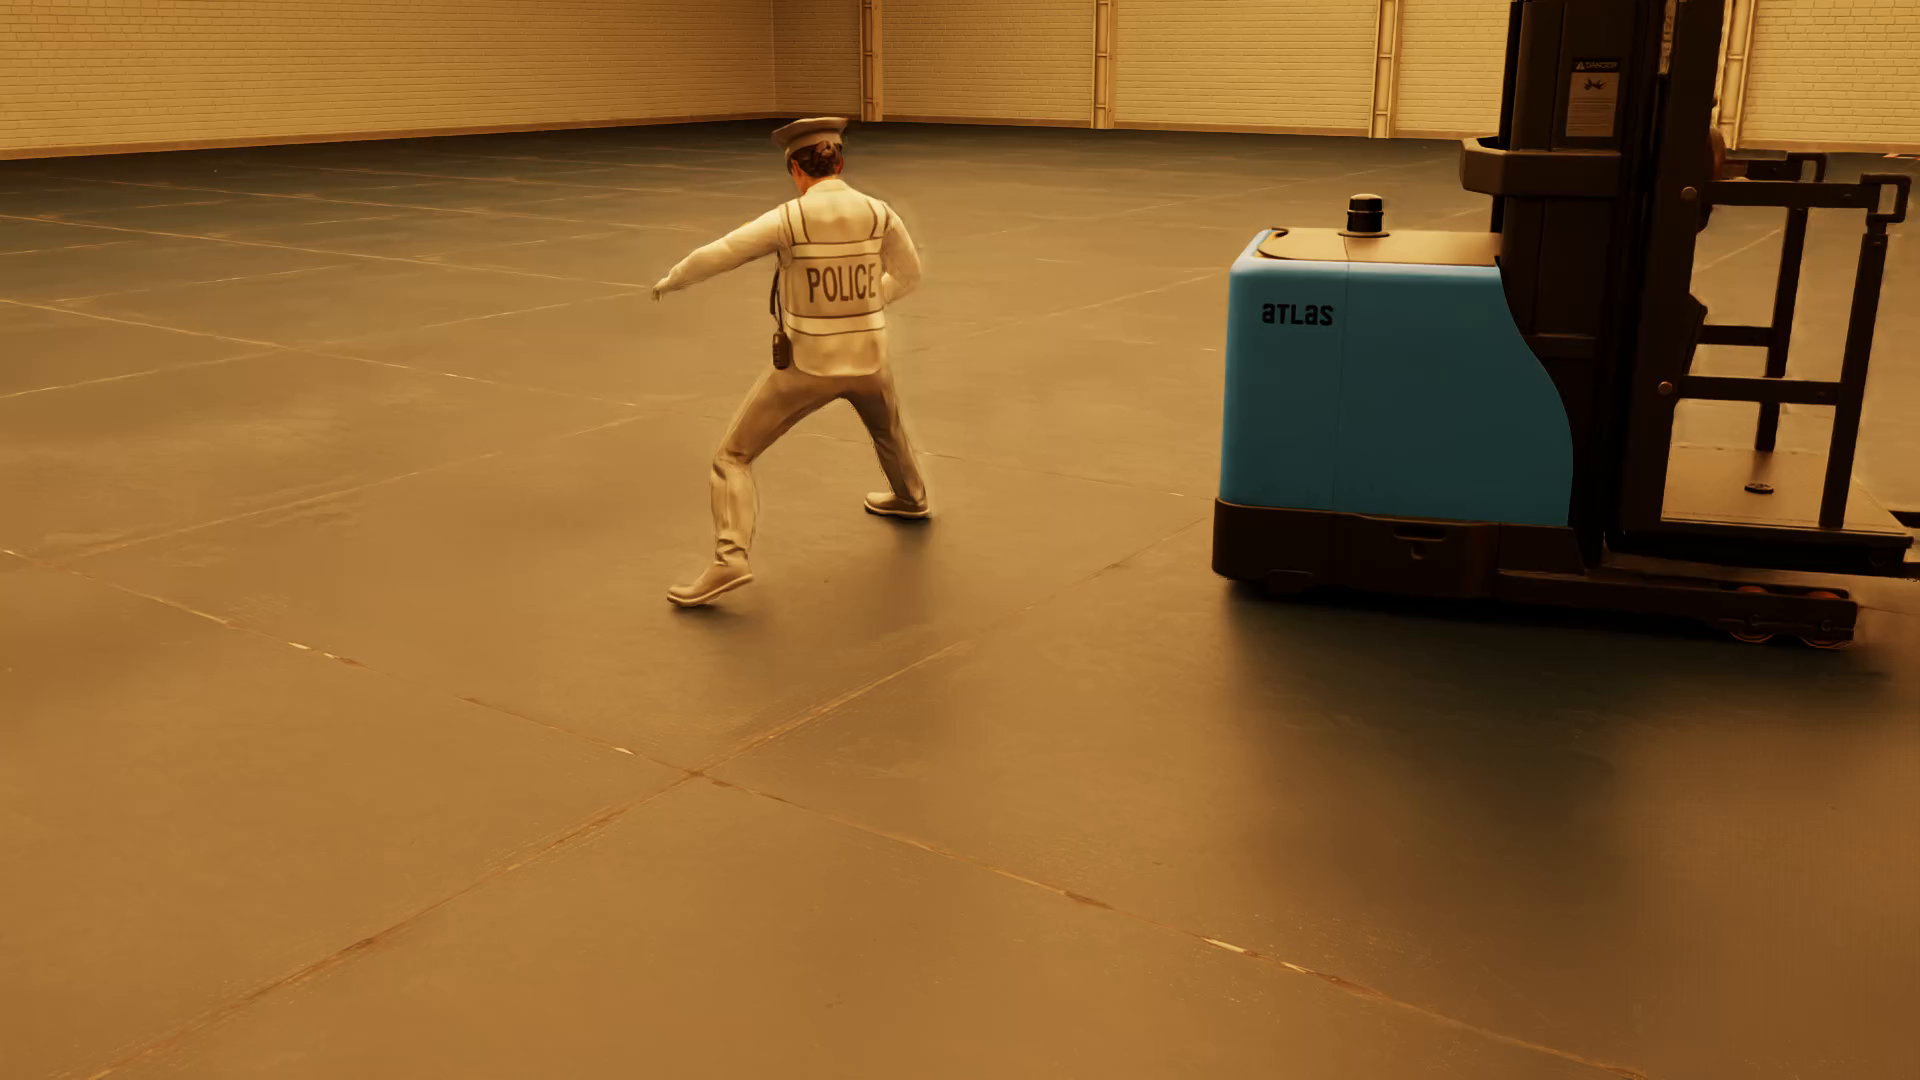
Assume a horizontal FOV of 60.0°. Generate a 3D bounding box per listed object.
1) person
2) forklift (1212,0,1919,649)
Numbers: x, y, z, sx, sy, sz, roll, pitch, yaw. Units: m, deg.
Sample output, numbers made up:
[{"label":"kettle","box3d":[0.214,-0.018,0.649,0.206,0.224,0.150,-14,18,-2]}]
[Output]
[{"label":"person","box3d":[-0.536,-0.650,5.549,1.194,1.484,0.893,-9,19,-27]},{"label":"forklift","box3d":[2.391,-1.253,5.023,3.031,2.935,1.130,4,17,14]}]
